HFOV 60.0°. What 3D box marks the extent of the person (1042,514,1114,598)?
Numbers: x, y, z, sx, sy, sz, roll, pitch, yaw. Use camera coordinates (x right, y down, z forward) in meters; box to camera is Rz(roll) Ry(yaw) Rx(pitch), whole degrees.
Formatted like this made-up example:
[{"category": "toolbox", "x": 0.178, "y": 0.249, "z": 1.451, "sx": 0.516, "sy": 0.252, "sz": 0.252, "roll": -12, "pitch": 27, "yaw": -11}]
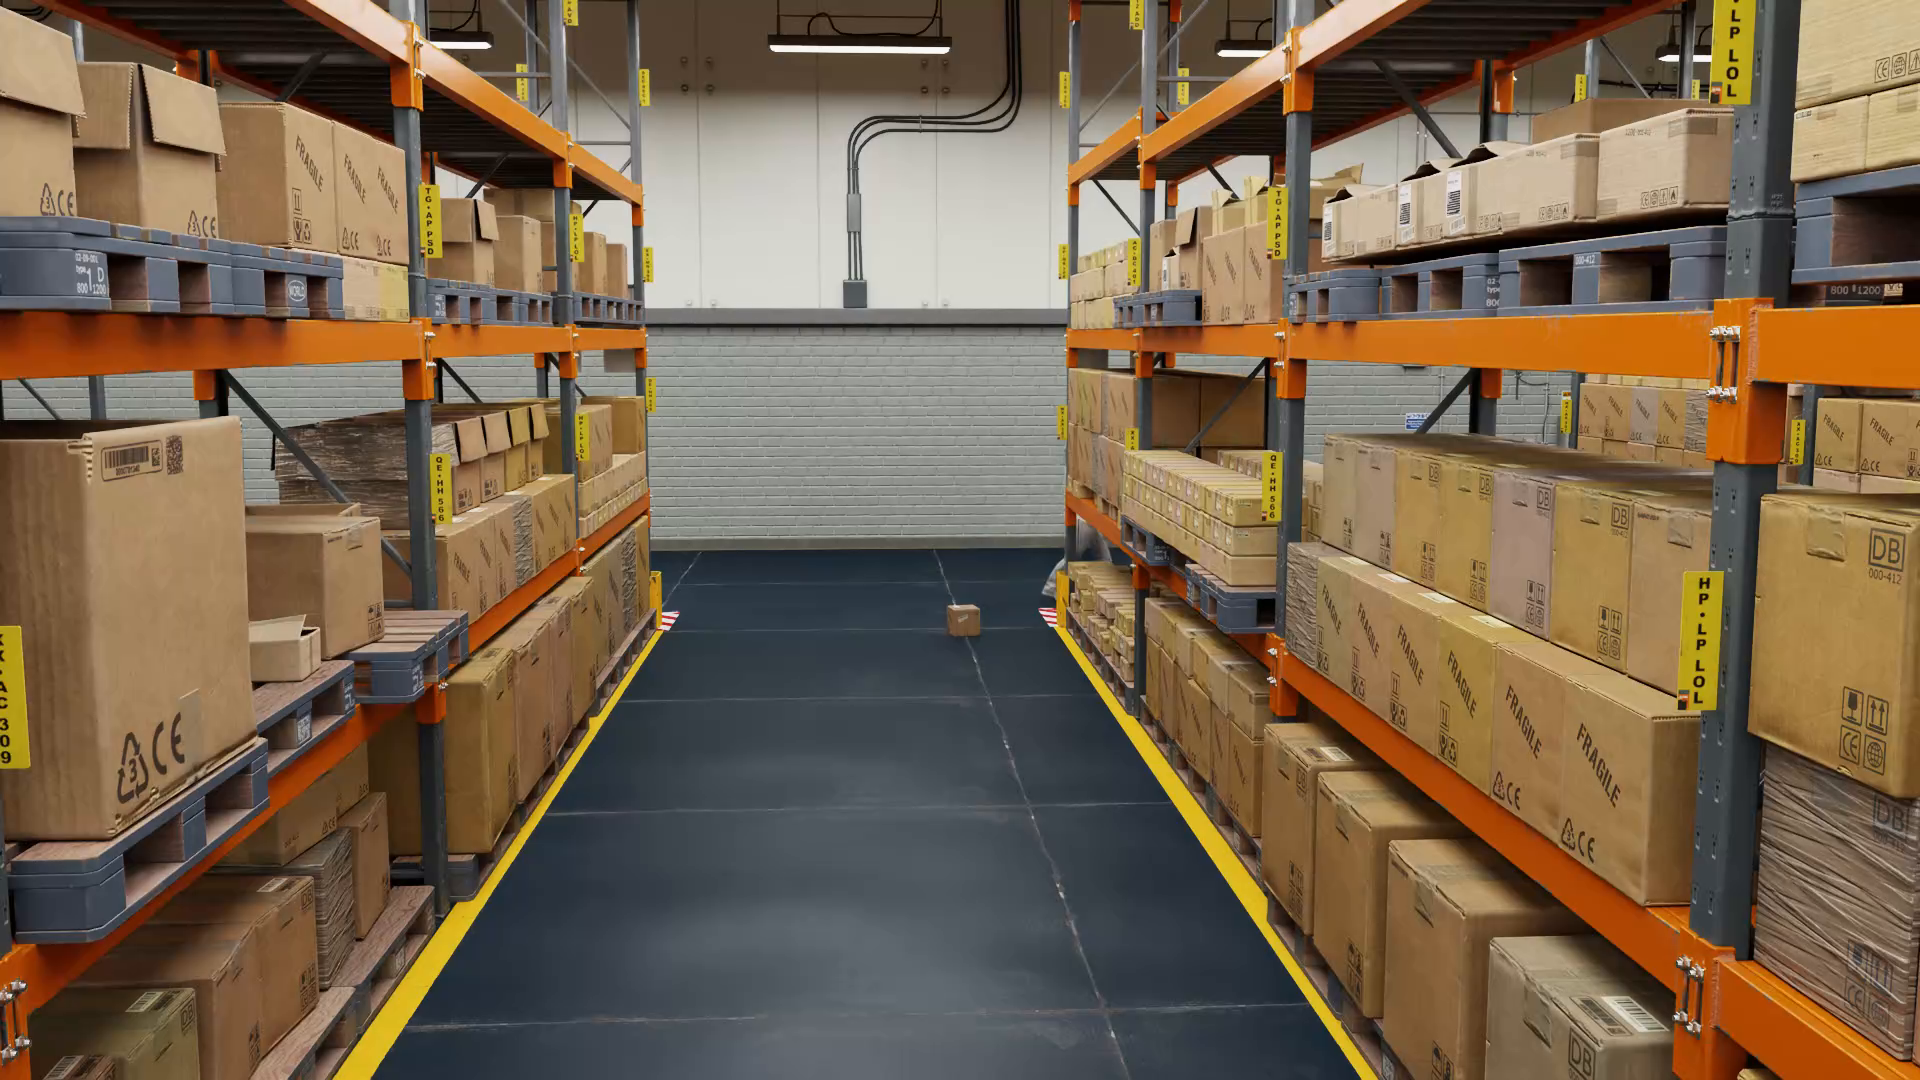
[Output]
[{"category": "person", "x": 1.368, "y": -0.189, "z": 17.143, "sx": 1.040, "sy": 1.616, "sz": 0.489, "roll": 0, "pitch": 7, "yaw": 0}]
